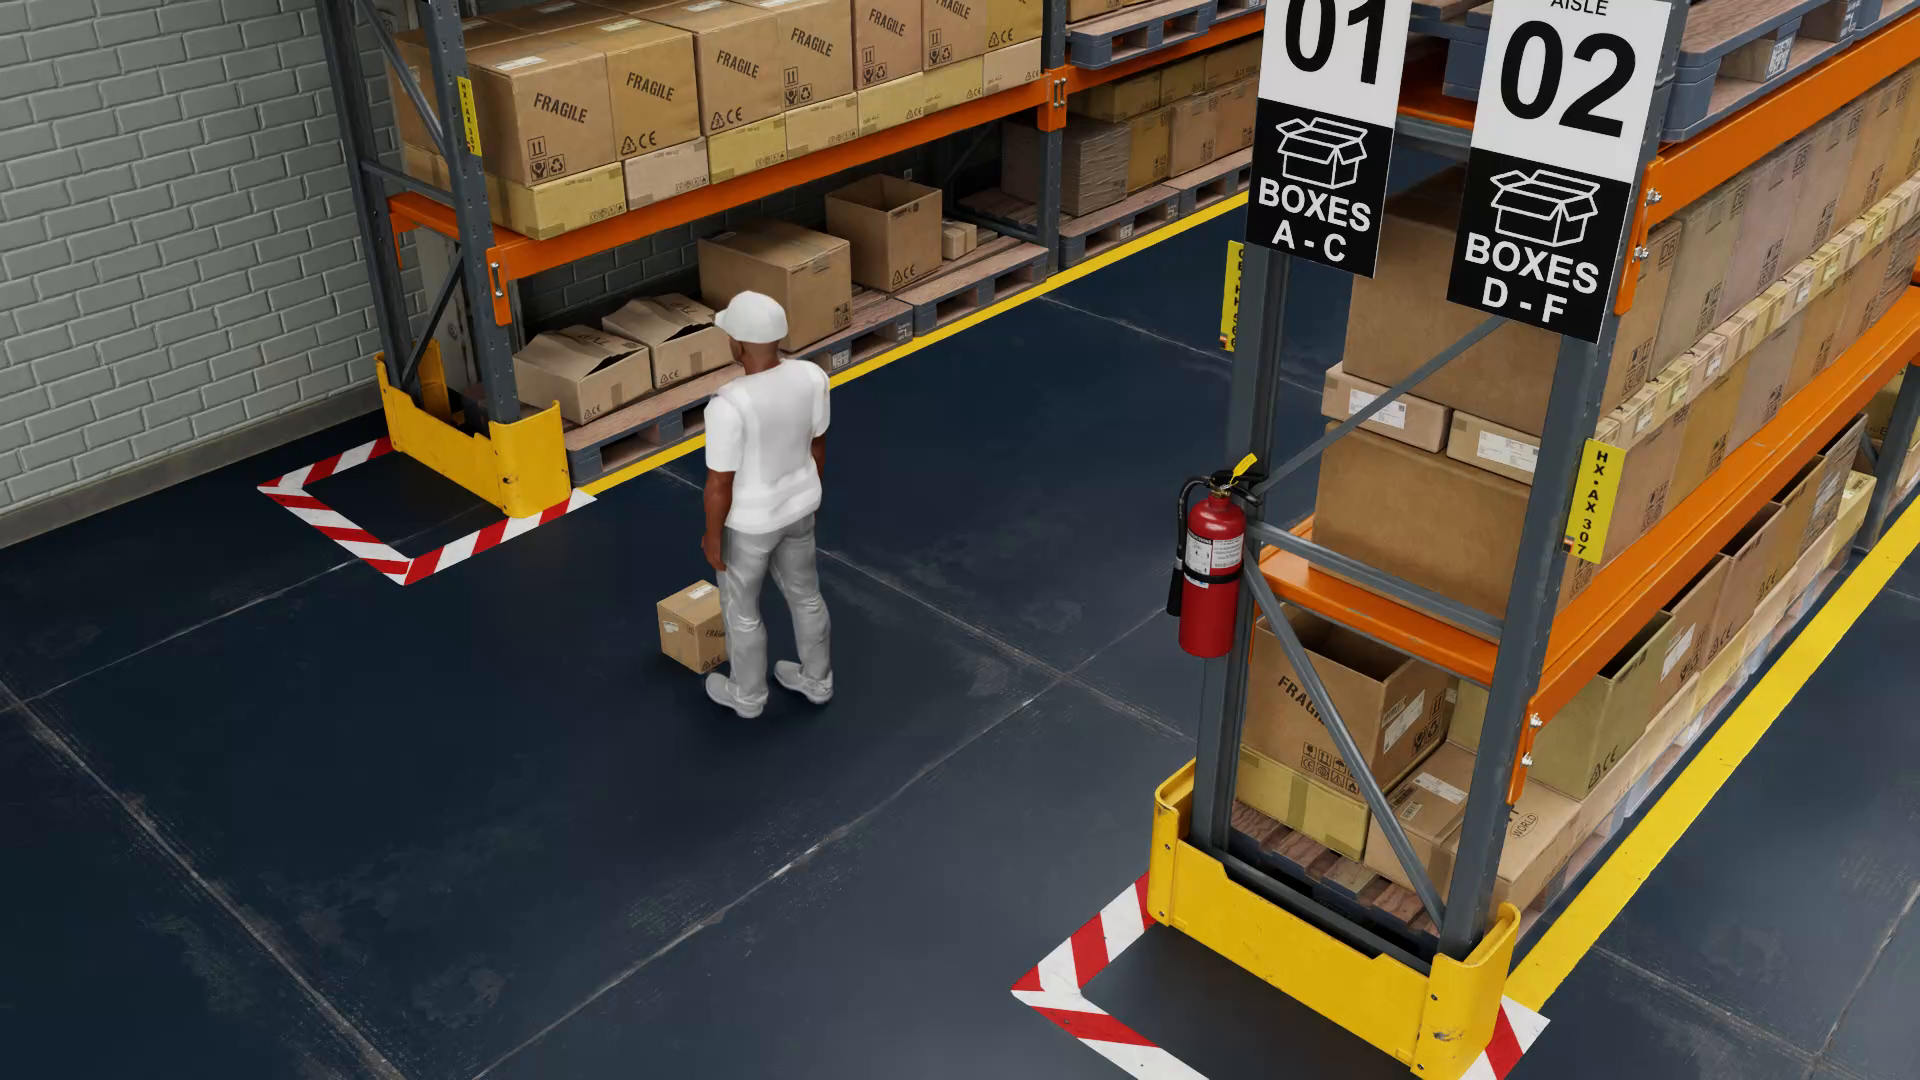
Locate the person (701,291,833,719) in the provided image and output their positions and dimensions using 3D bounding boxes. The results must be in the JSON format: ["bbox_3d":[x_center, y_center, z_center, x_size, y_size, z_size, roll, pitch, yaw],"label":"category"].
[{"bbox_3d":[-0.768,-0.123,6.317,0.460,1.768,0.566,26,40,36],"label":"person"}]
